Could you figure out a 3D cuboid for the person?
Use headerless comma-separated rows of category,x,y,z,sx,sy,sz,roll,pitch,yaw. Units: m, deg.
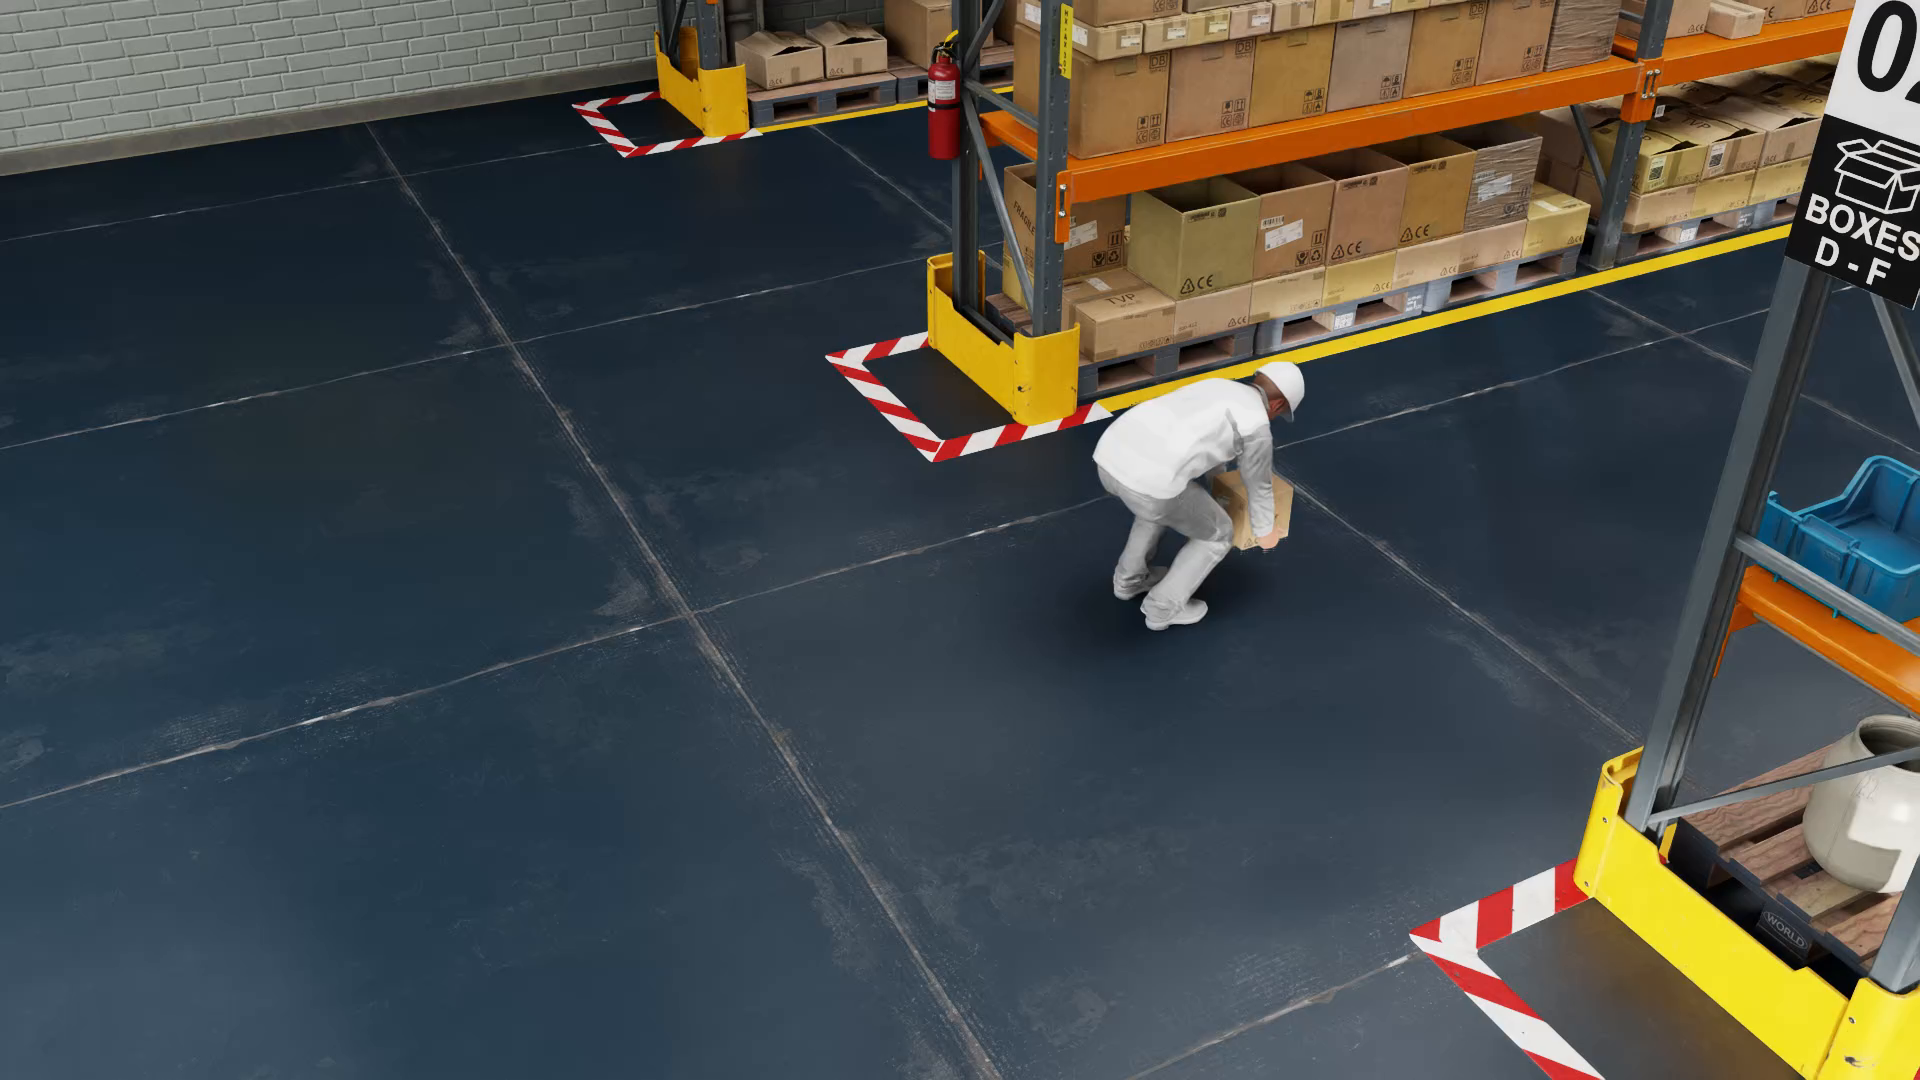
person,1.041,-0.206,7.124,0.979,1.025,0.513,-18,37,-25
